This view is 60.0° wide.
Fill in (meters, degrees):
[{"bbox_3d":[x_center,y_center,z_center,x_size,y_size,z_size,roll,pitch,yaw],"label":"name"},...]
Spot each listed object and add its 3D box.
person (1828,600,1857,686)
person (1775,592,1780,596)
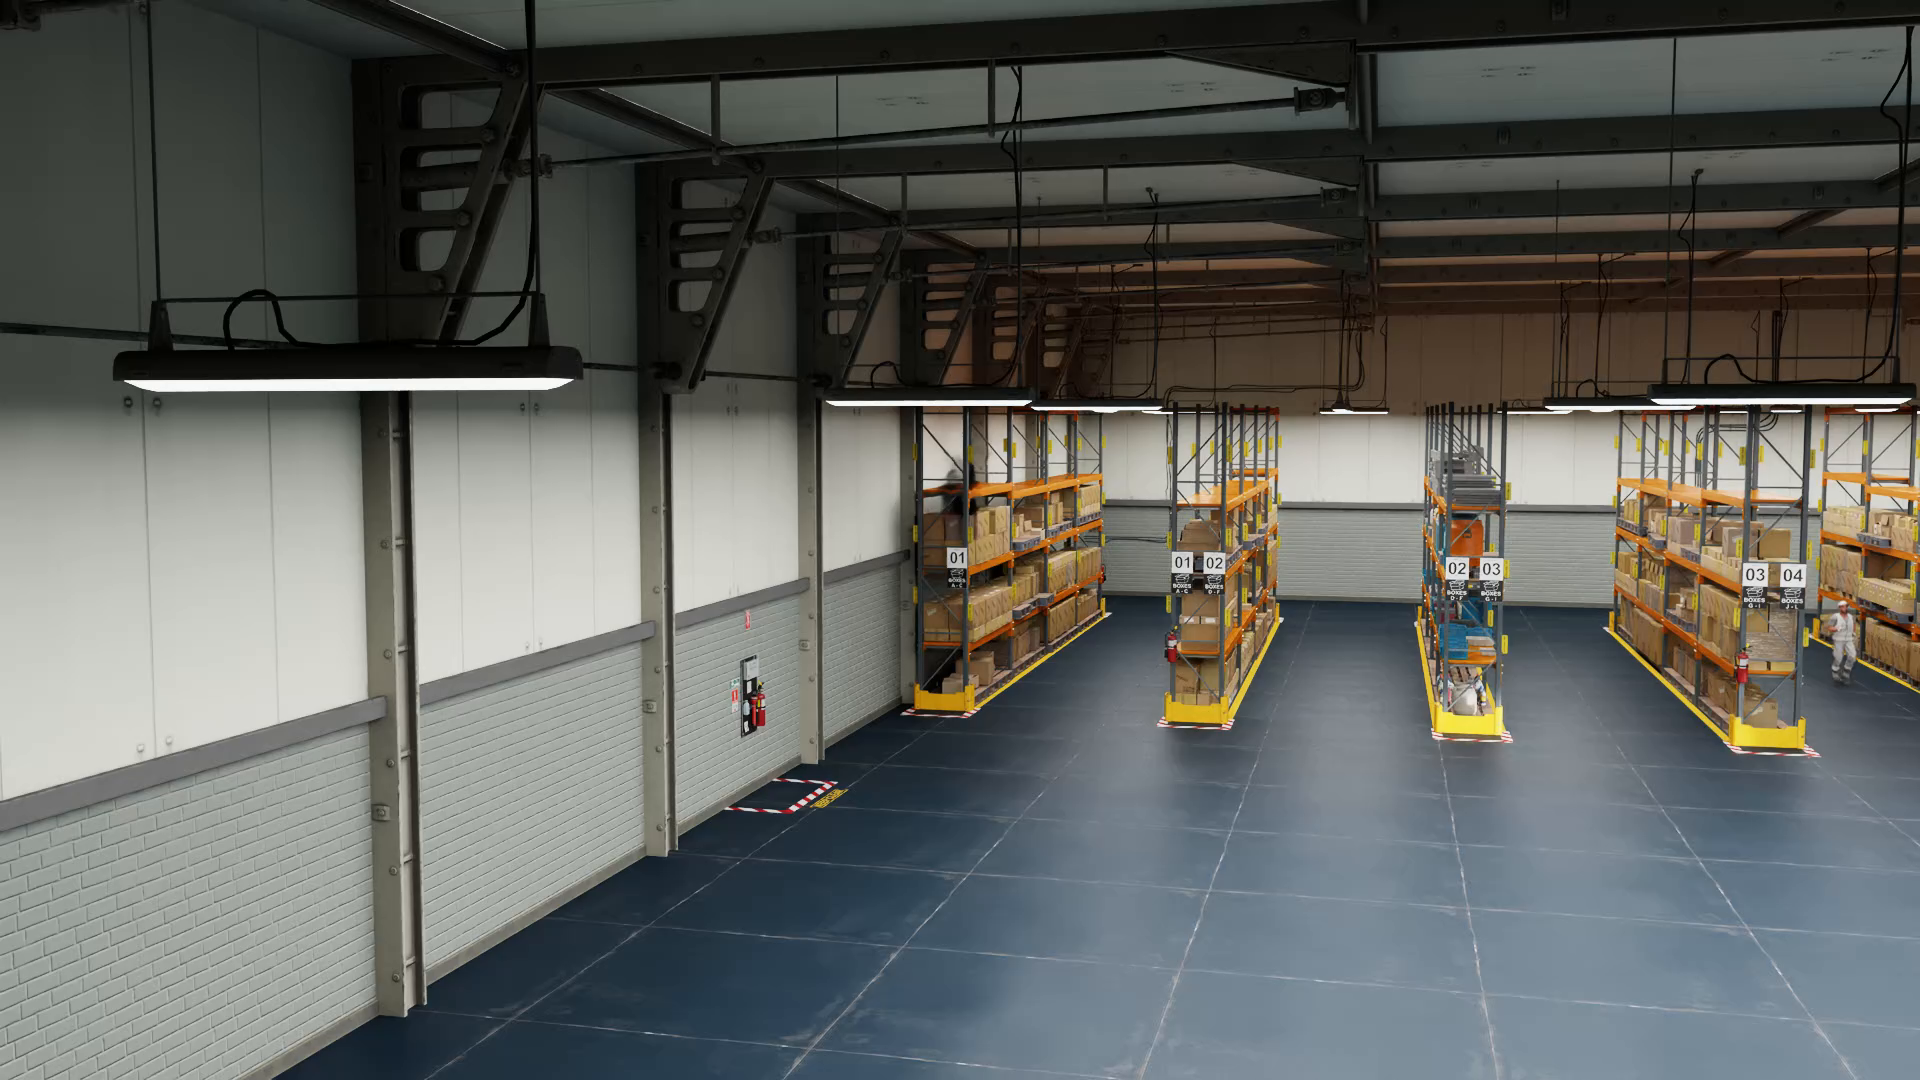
[{"bbox_3d":[18.906,2.208,35.574,0.631,1.823,0.694,1,4,7],"label":"person"},{"bbox_3d":[21.723,1.639,43.991,0.549,1.668,0.722,-2,5,-25],"label":"person"}]
